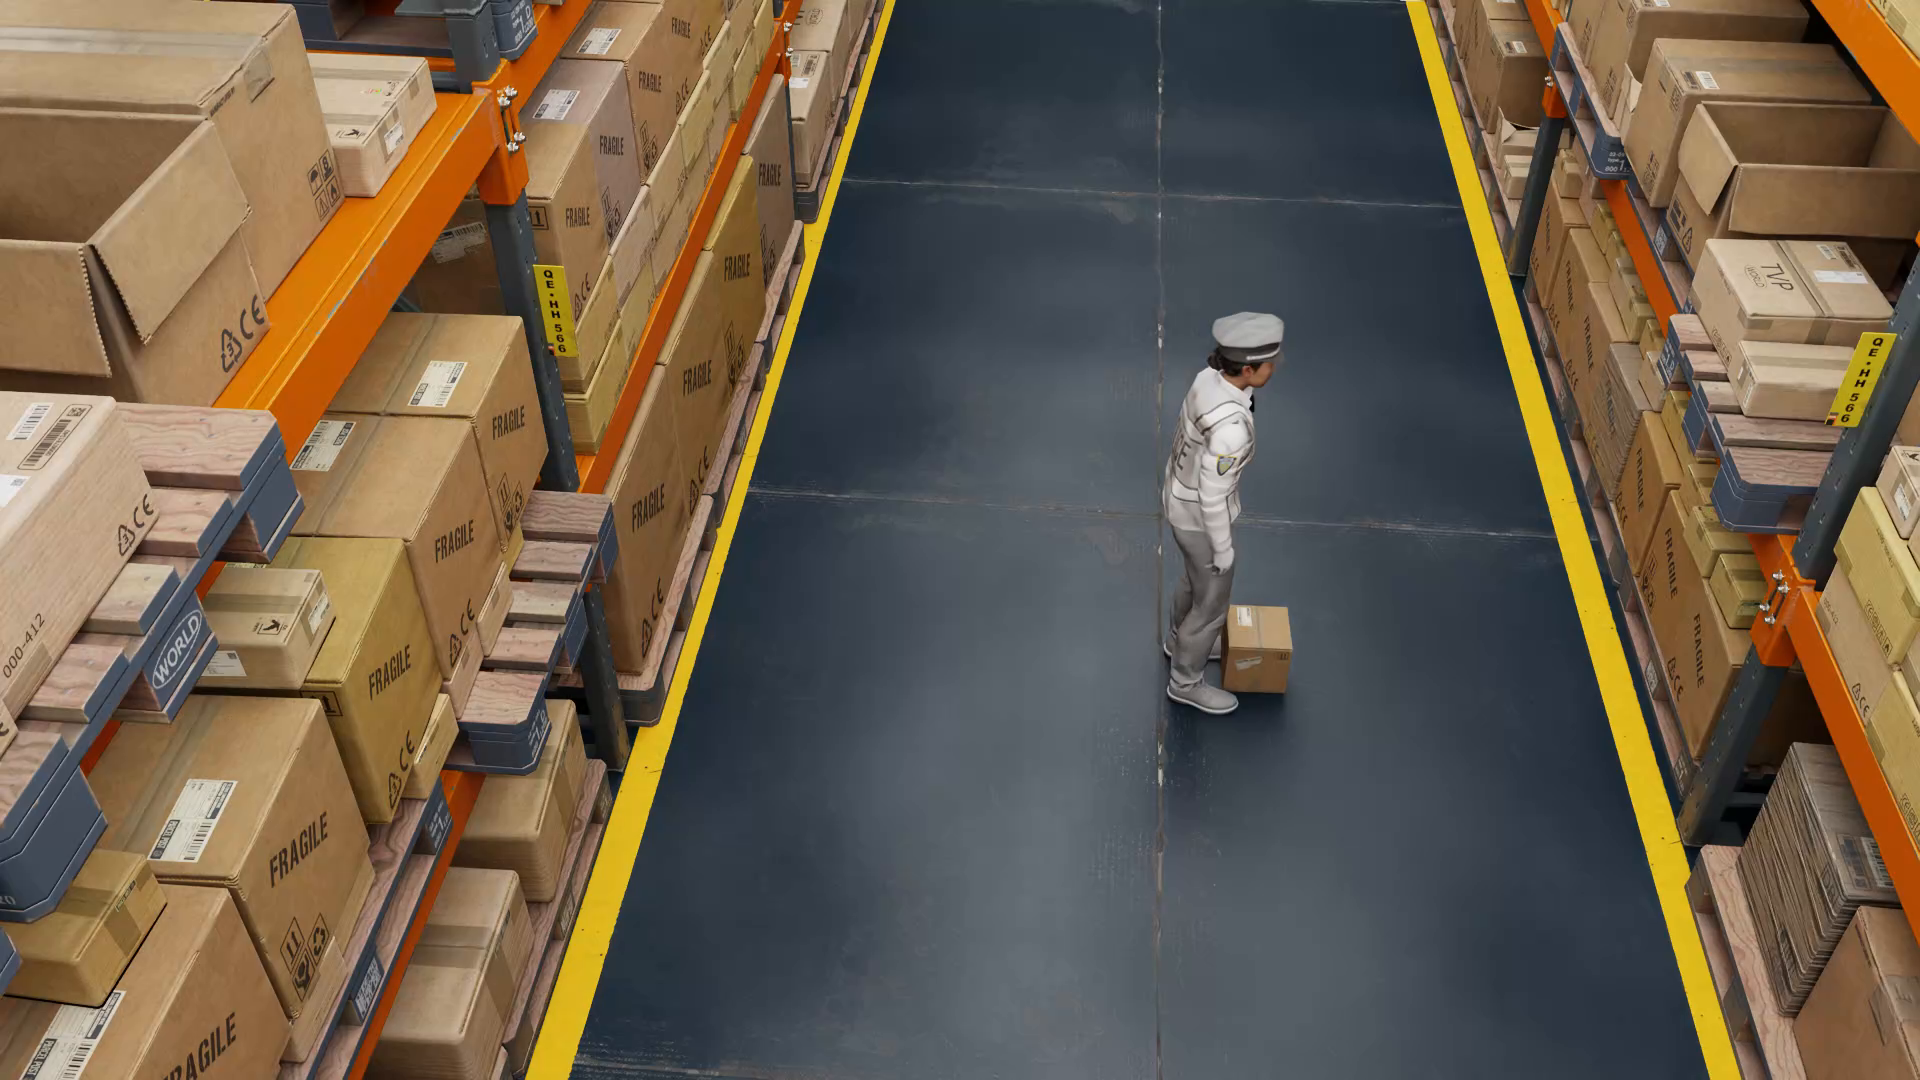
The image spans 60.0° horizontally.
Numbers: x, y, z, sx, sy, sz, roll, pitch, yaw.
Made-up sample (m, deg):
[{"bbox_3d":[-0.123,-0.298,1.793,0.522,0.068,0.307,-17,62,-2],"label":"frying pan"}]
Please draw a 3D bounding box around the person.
[{"bbox_3d":[0.951,-0.106,6.280,0.375,1.661,0.527,2,40,2],"label":"person"}]
